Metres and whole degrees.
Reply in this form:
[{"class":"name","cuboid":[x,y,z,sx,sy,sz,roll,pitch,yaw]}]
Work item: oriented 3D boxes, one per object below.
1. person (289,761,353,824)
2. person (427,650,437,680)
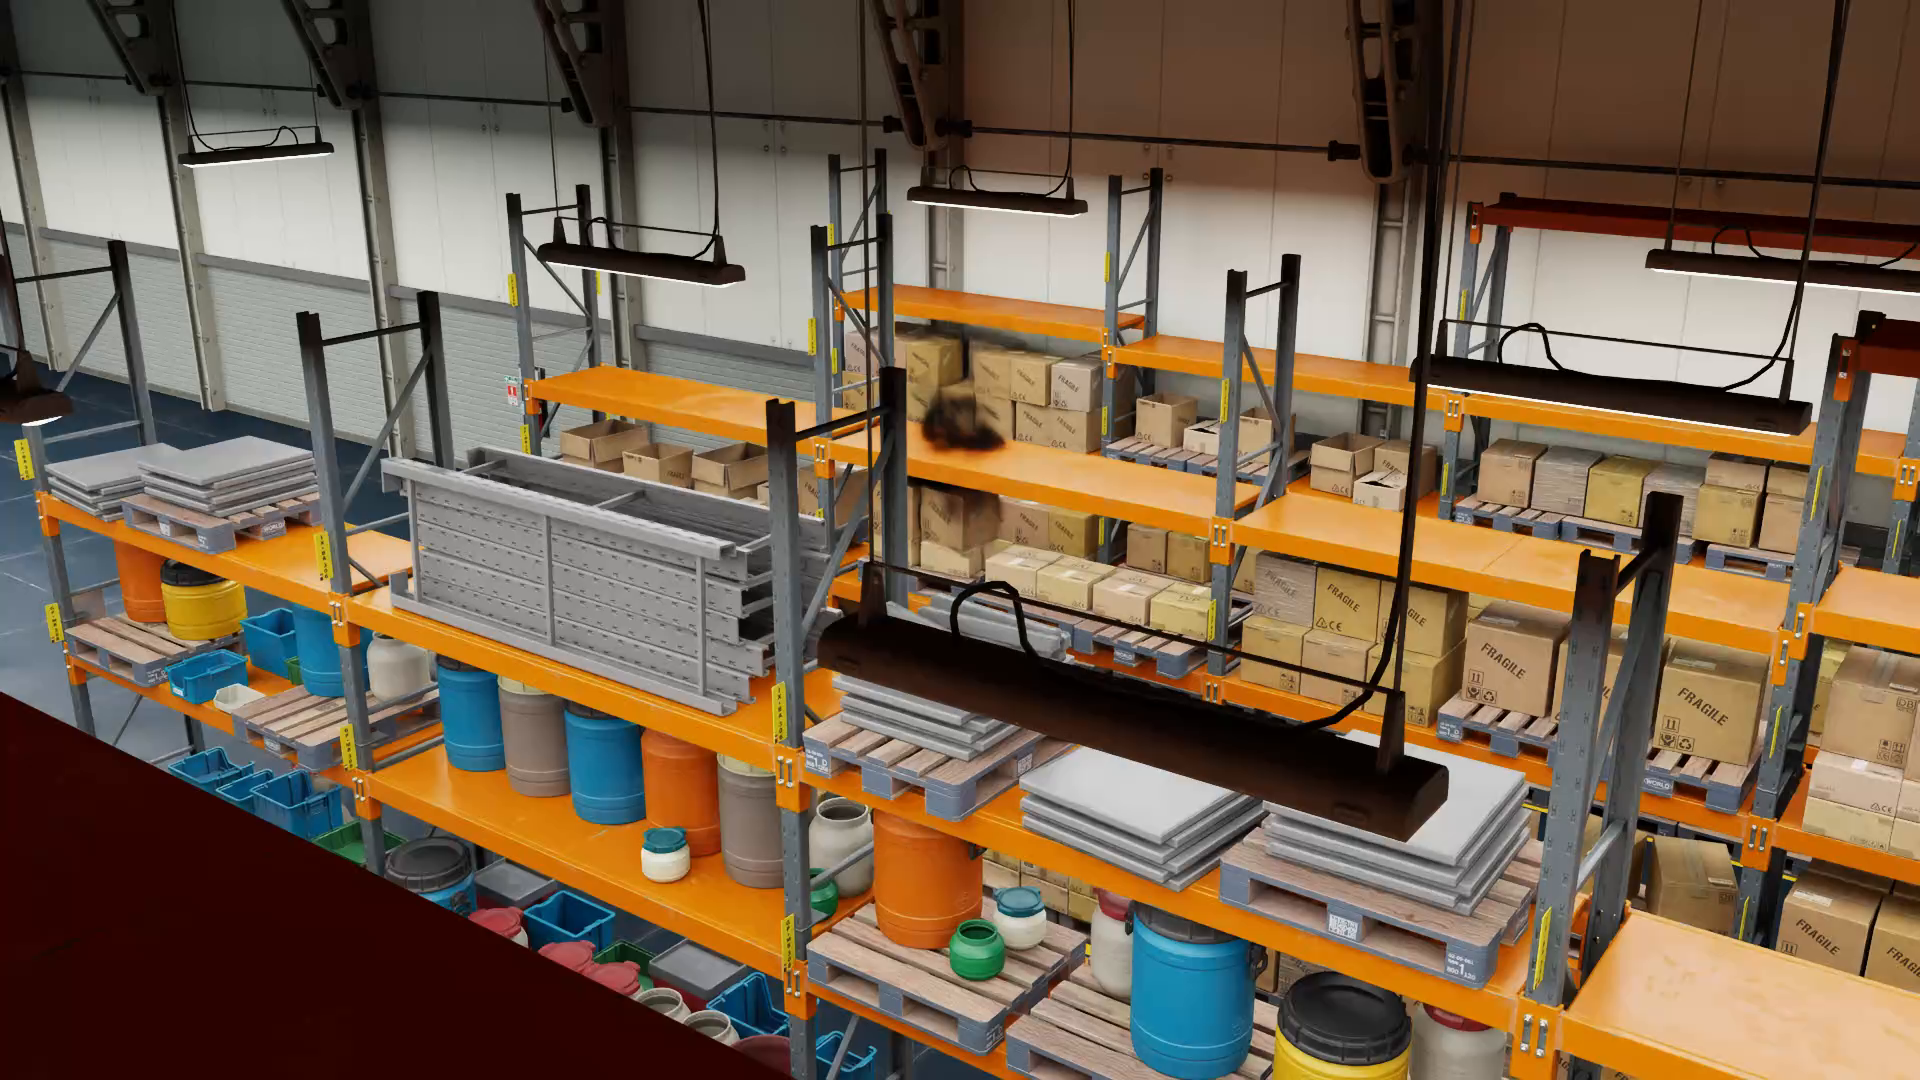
[{"class":"person","cuboid":[-6.125,2.262,15.726,0.585,1.674,0.723,8,20,23]},{"class":"person","cuboid":[-5.924,1.098,19.230,0.828,1.646,0.618,-5,19,-16]}]
